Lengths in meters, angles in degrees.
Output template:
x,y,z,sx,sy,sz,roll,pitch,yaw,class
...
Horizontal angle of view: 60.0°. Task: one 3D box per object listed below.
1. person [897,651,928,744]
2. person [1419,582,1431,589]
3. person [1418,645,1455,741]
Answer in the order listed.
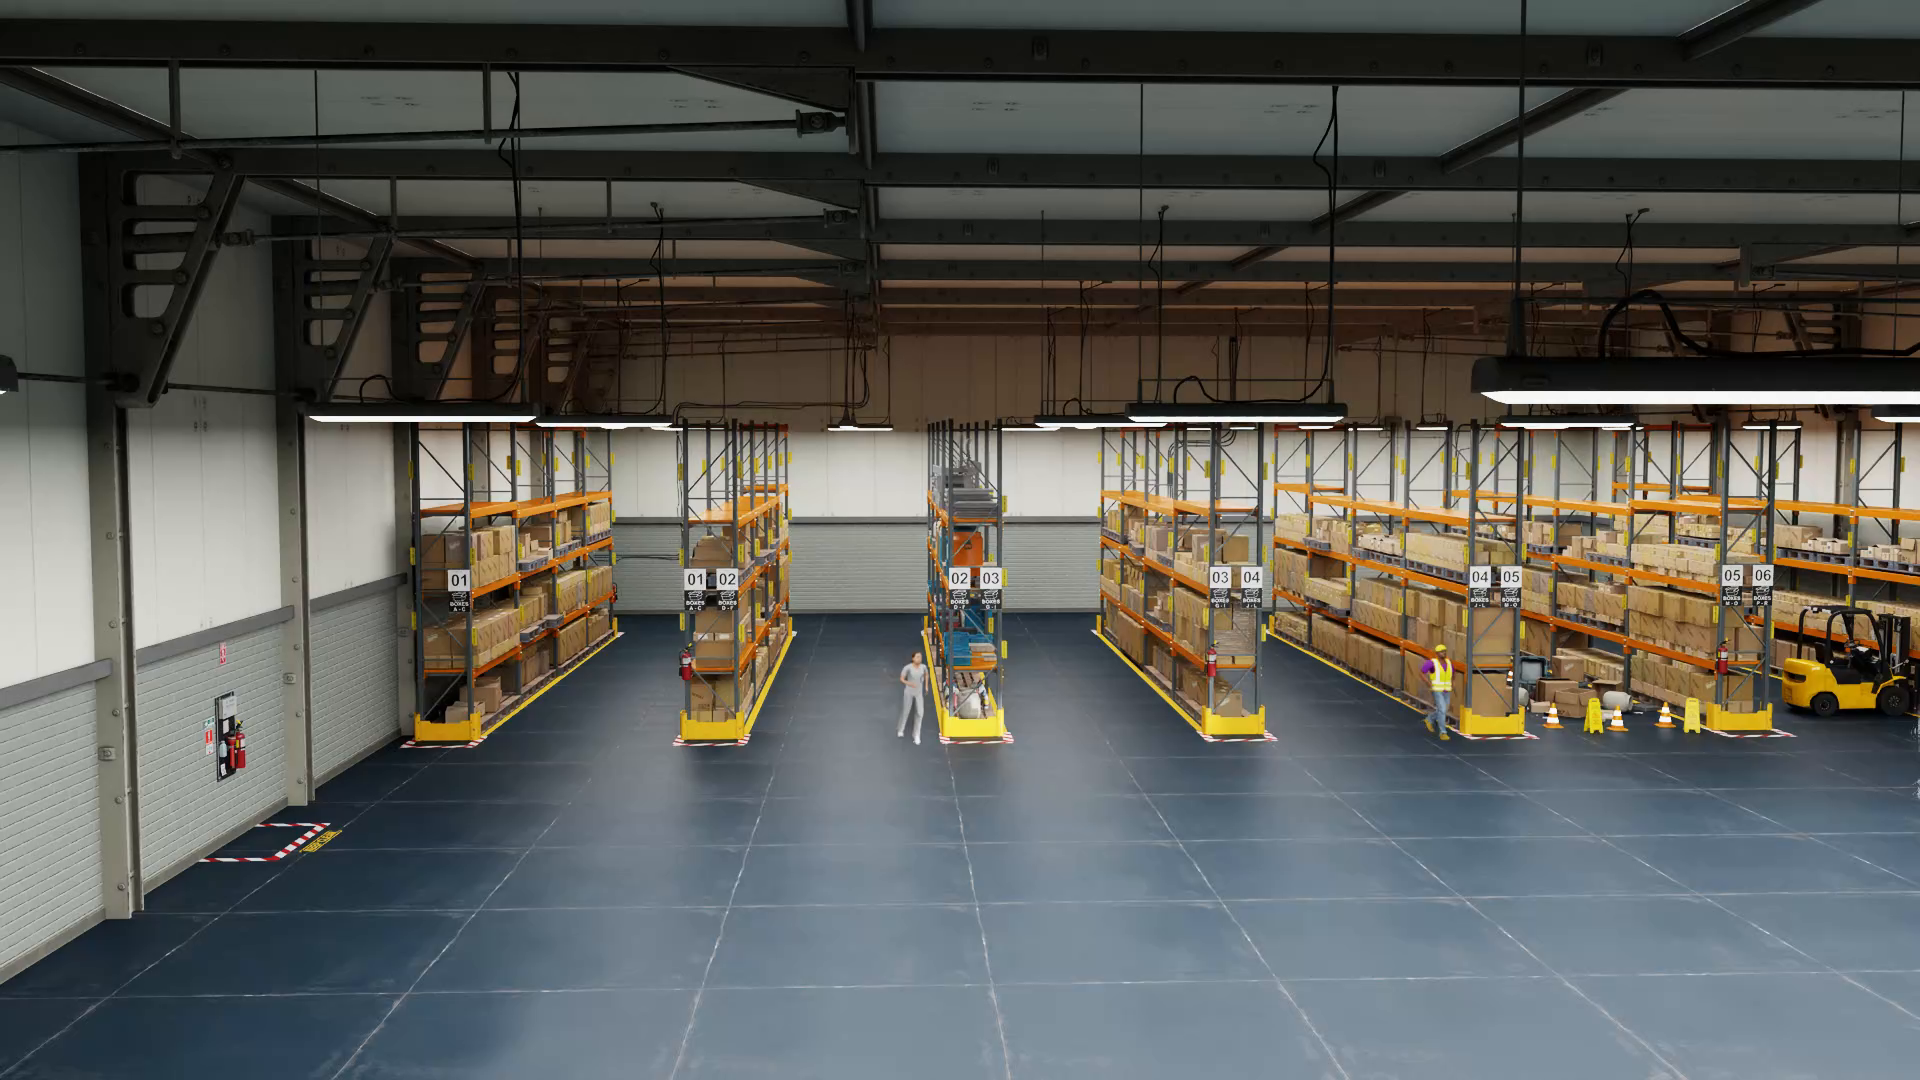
x,y,z,sx,sy,sz,roll,pitch,yaw,class
-0.840,2.906,31.019,0.610,1.712,0.779,-1,4,-21,person
13.776,1.742,49.397,0.542,1.662,0.590,0,4,-7,person
9.047,2.855,31.354,0.754,1.779,0.801,-1,4,-18,person
